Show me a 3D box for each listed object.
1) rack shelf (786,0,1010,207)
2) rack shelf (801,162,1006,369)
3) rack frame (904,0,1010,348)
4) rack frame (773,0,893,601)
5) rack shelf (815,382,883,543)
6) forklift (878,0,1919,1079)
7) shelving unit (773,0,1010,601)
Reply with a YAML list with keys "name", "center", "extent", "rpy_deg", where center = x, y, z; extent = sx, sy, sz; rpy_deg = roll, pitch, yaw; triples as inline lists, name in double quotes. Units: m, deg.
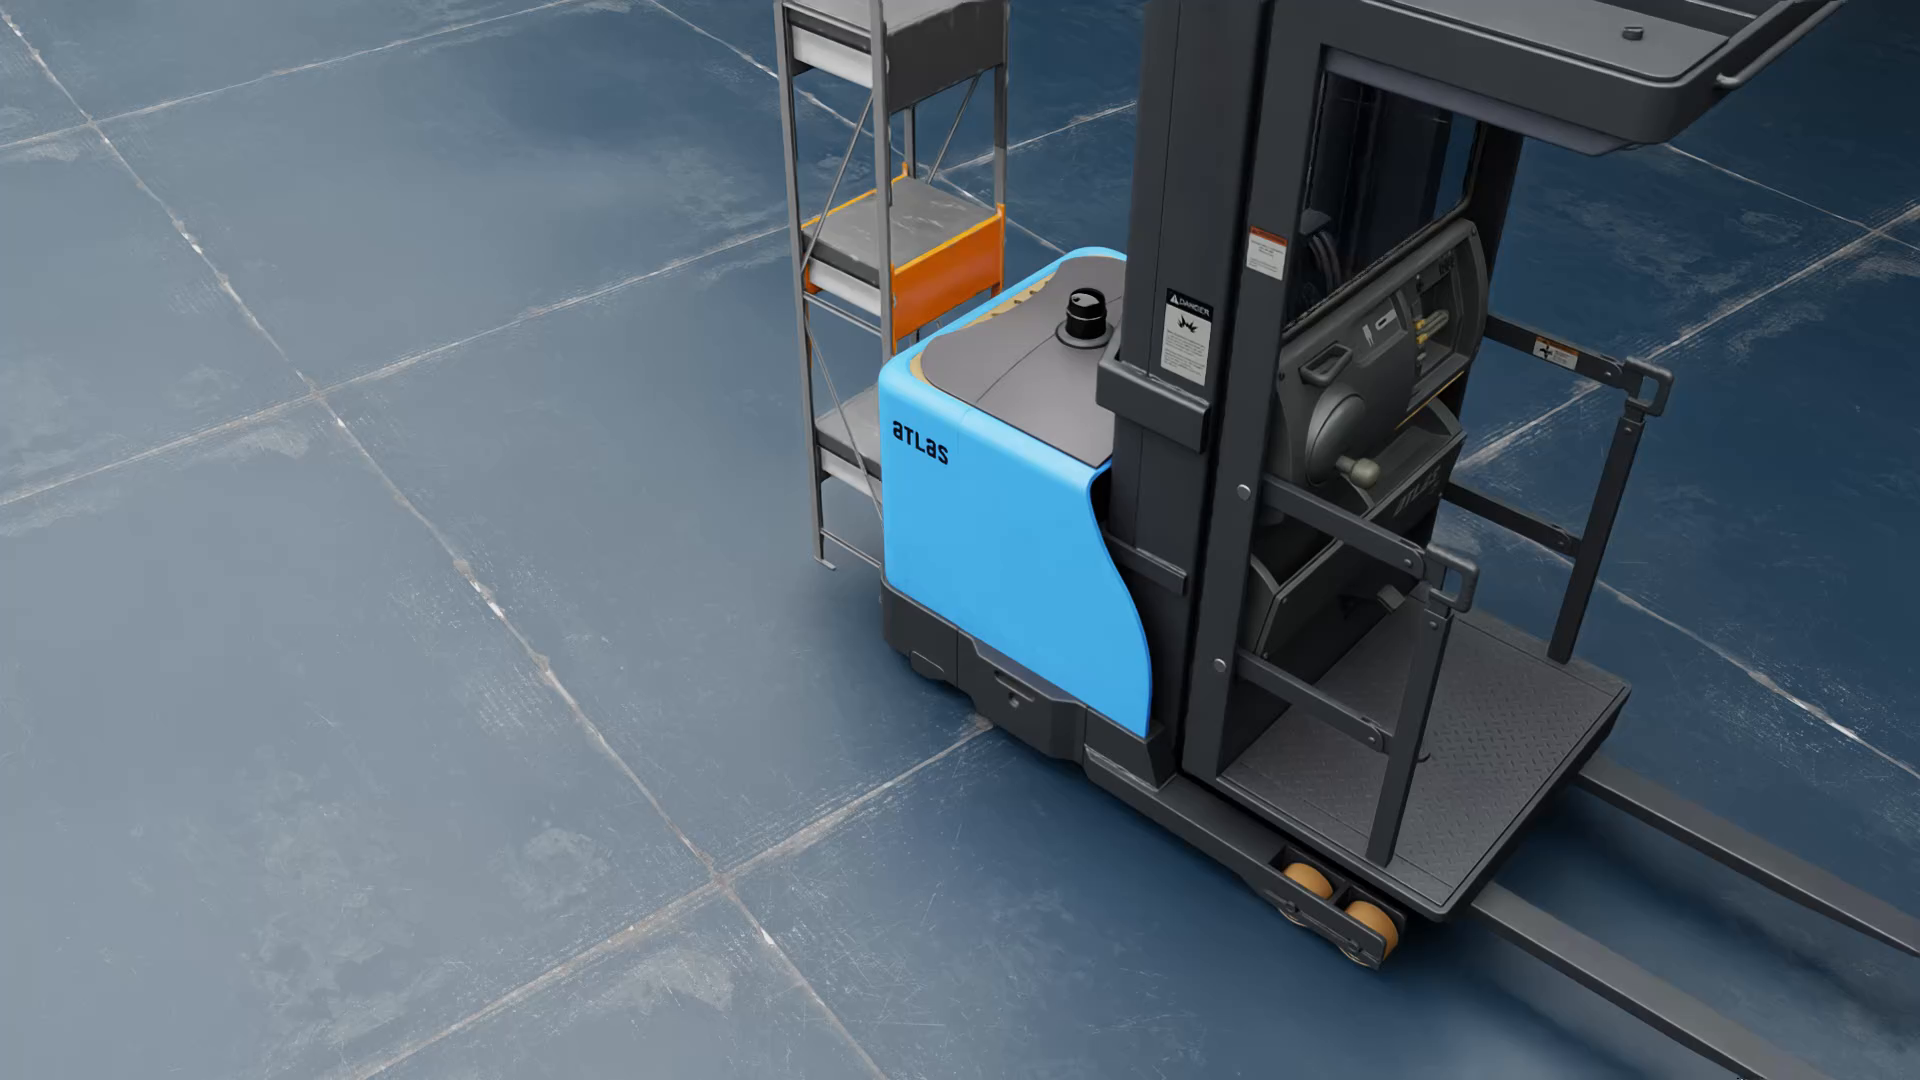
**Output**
- name: "rack shelf"
  center: [-0.181, -1.306, 4.604]
  extent: [0.431, 0.518, 0.480]
  rpy_deg: [30, 48, 31]
- name: "rack shelf"
  center: [-0.180, -0.766, 5.049]
  extent: [0.431, 0.518, 0.480]
  rpy_deg: [30, 48, 31]
- name: "rack frame"
  center: [-0.016, -0.891, 5.179]
  extent: [0.400, 2.100, 0.015]
  rpy_deg: [30, 48, 31]
- name: "rack frame"
  center: [-0.344, -0.661, 4.901]
  extent: [0.400, 2.100, 0.015]
  rpy_deg: [30, 48, 31]
- name: "rack shelf"
  center: [-0.180, -0.225, 5.493]
  extent: [0.431, 0.518, 0.480]
  rpy_deg: [30, 48, 31]
- name: "forklift"
  center: [1.188, -0.394, 3.919]
  extent: [3.031, 2.935, 1.130]
  rpy_deg: [30, 48, 31]
- name: "shelving unit"
  center: [-0.180, -0.776, 5.040]
  extent: [0.431, 2.100, 0.503]
  rpy_deg: [30, 48, 31]
